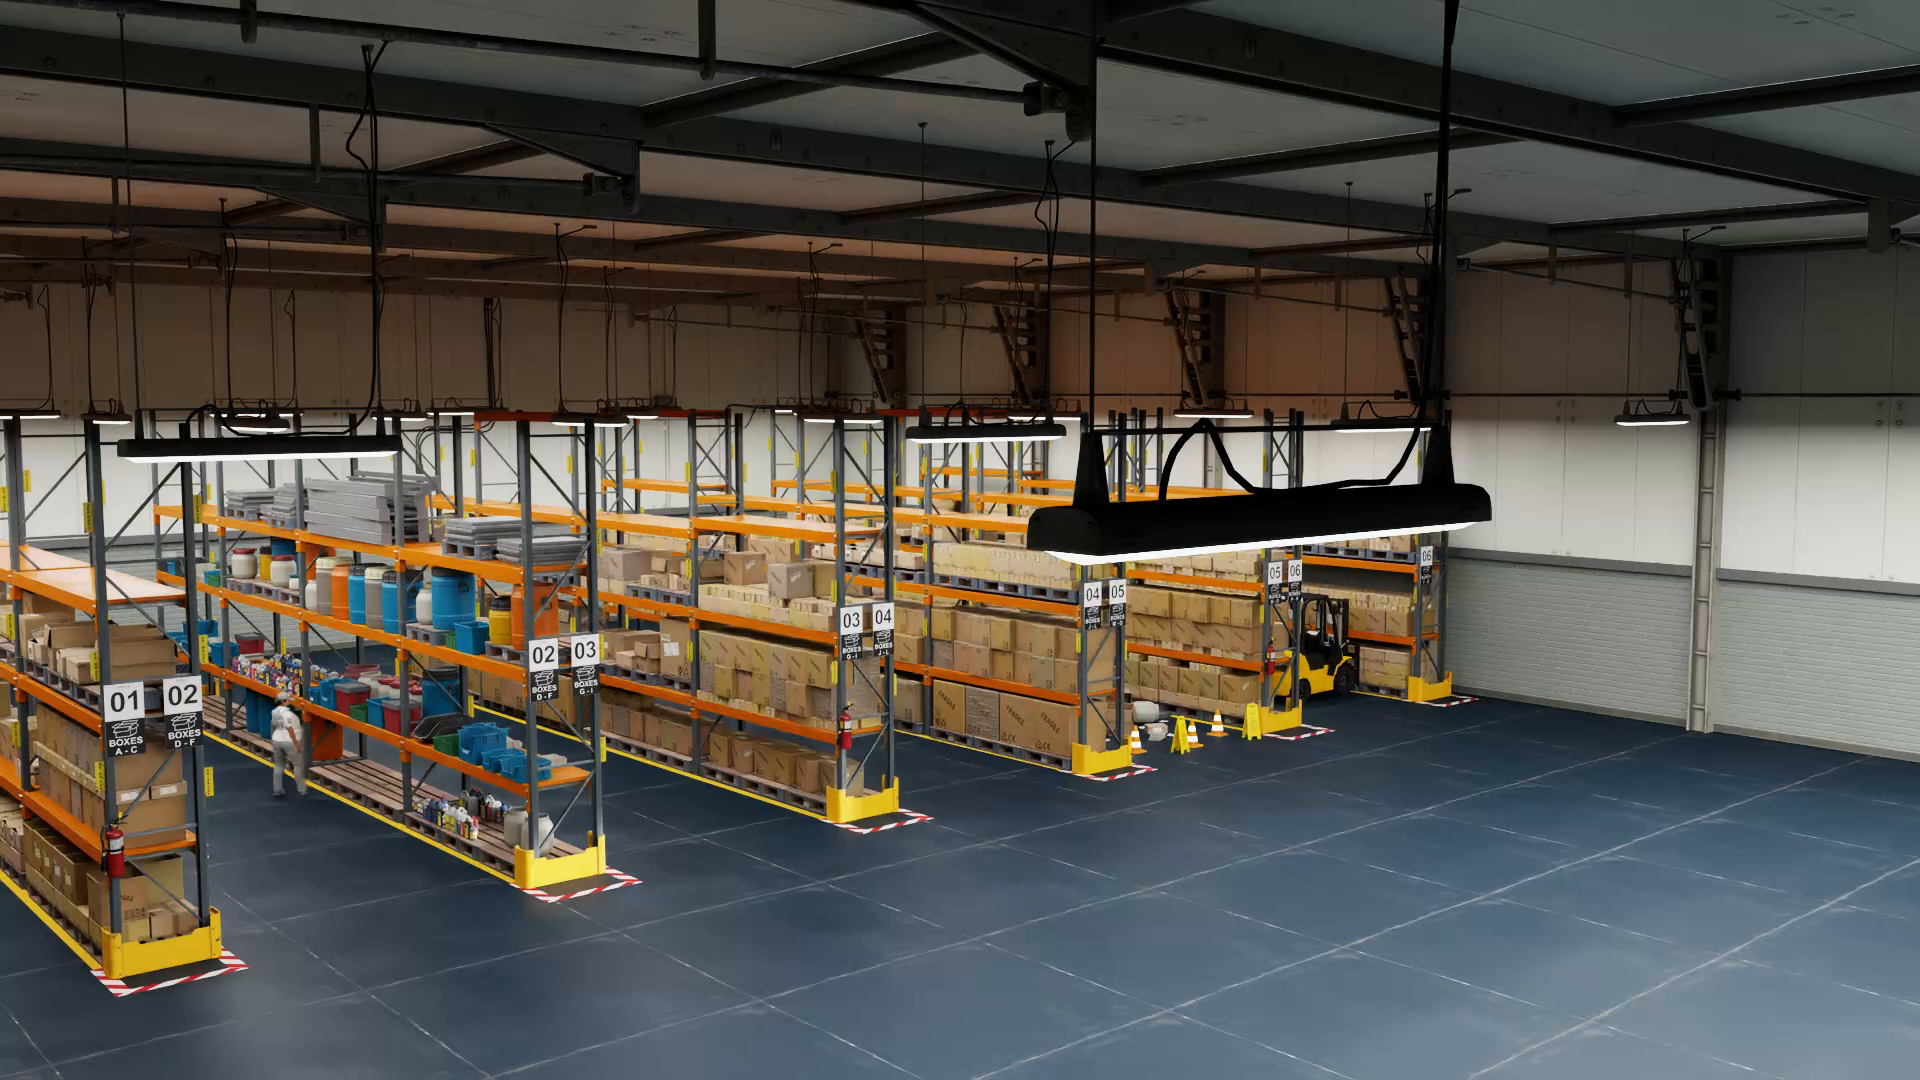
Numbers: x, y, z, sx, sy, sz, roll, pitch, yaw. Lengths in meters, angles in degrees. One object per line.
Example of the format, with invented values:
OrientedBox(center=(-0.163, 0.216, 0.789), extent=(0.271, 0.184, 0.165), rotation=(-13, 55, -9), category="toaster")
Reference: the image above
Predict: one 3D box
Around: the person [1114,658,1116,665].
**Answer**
OrientedBox(center=(3.314, 2.133, 37.085), extent=(0.659, 1.808, 0.635), rotation=(-4, 7, -42), category="person")

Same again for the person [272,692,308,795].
OrientedBox(center=(-10.564, 3.201, 26.170), extent=(0.576, 1.658, 0.451), rotation=(2, 5, 24), category="person")
